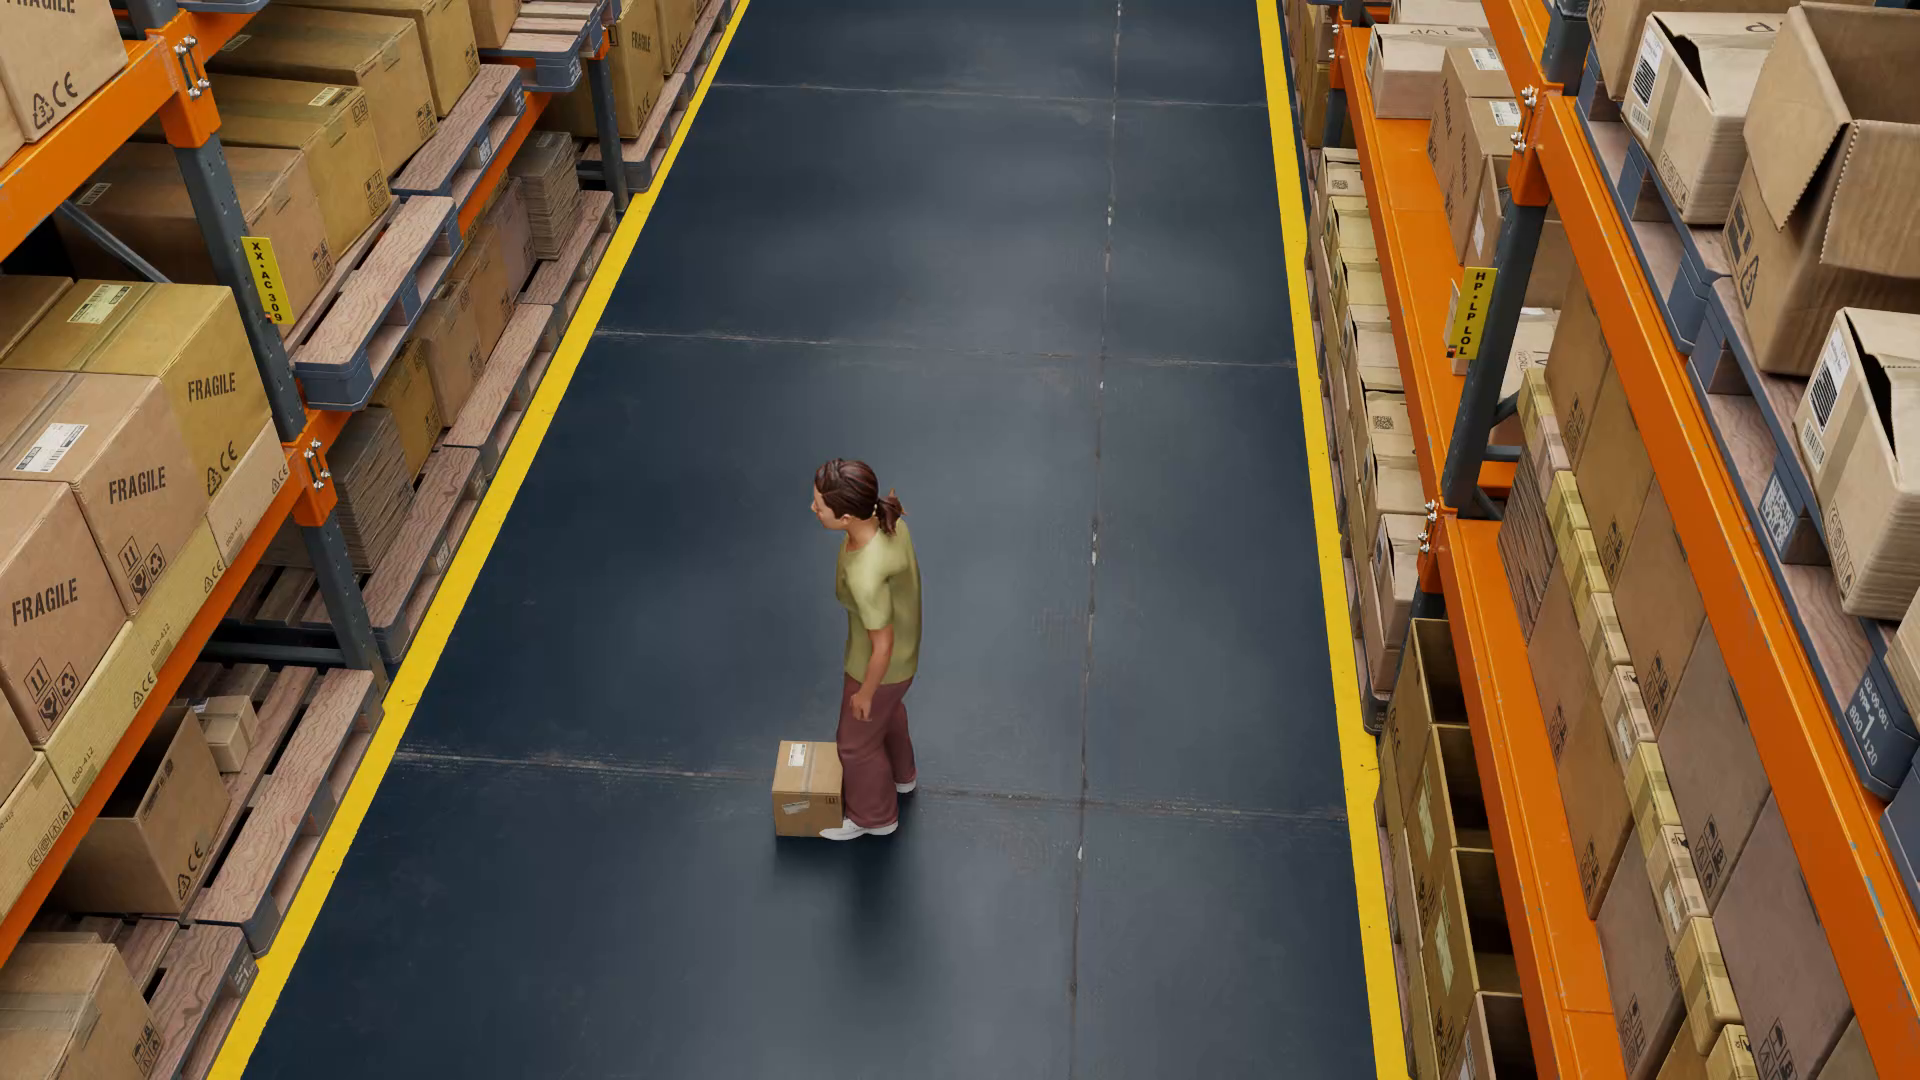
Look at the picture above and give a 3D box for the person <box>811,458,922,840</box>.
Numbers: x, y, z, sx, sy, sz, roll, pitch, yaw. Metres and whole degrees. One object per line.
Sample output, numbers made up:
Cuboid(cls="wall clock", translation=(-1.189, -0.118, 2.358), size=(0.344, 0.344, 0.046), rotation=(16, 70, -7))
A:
Cuboid(cls="person", translation=(-0.330, 0.390, 5.696), size=(0.407, 1.673, 0.515), rotation=(2, 40, 2))
